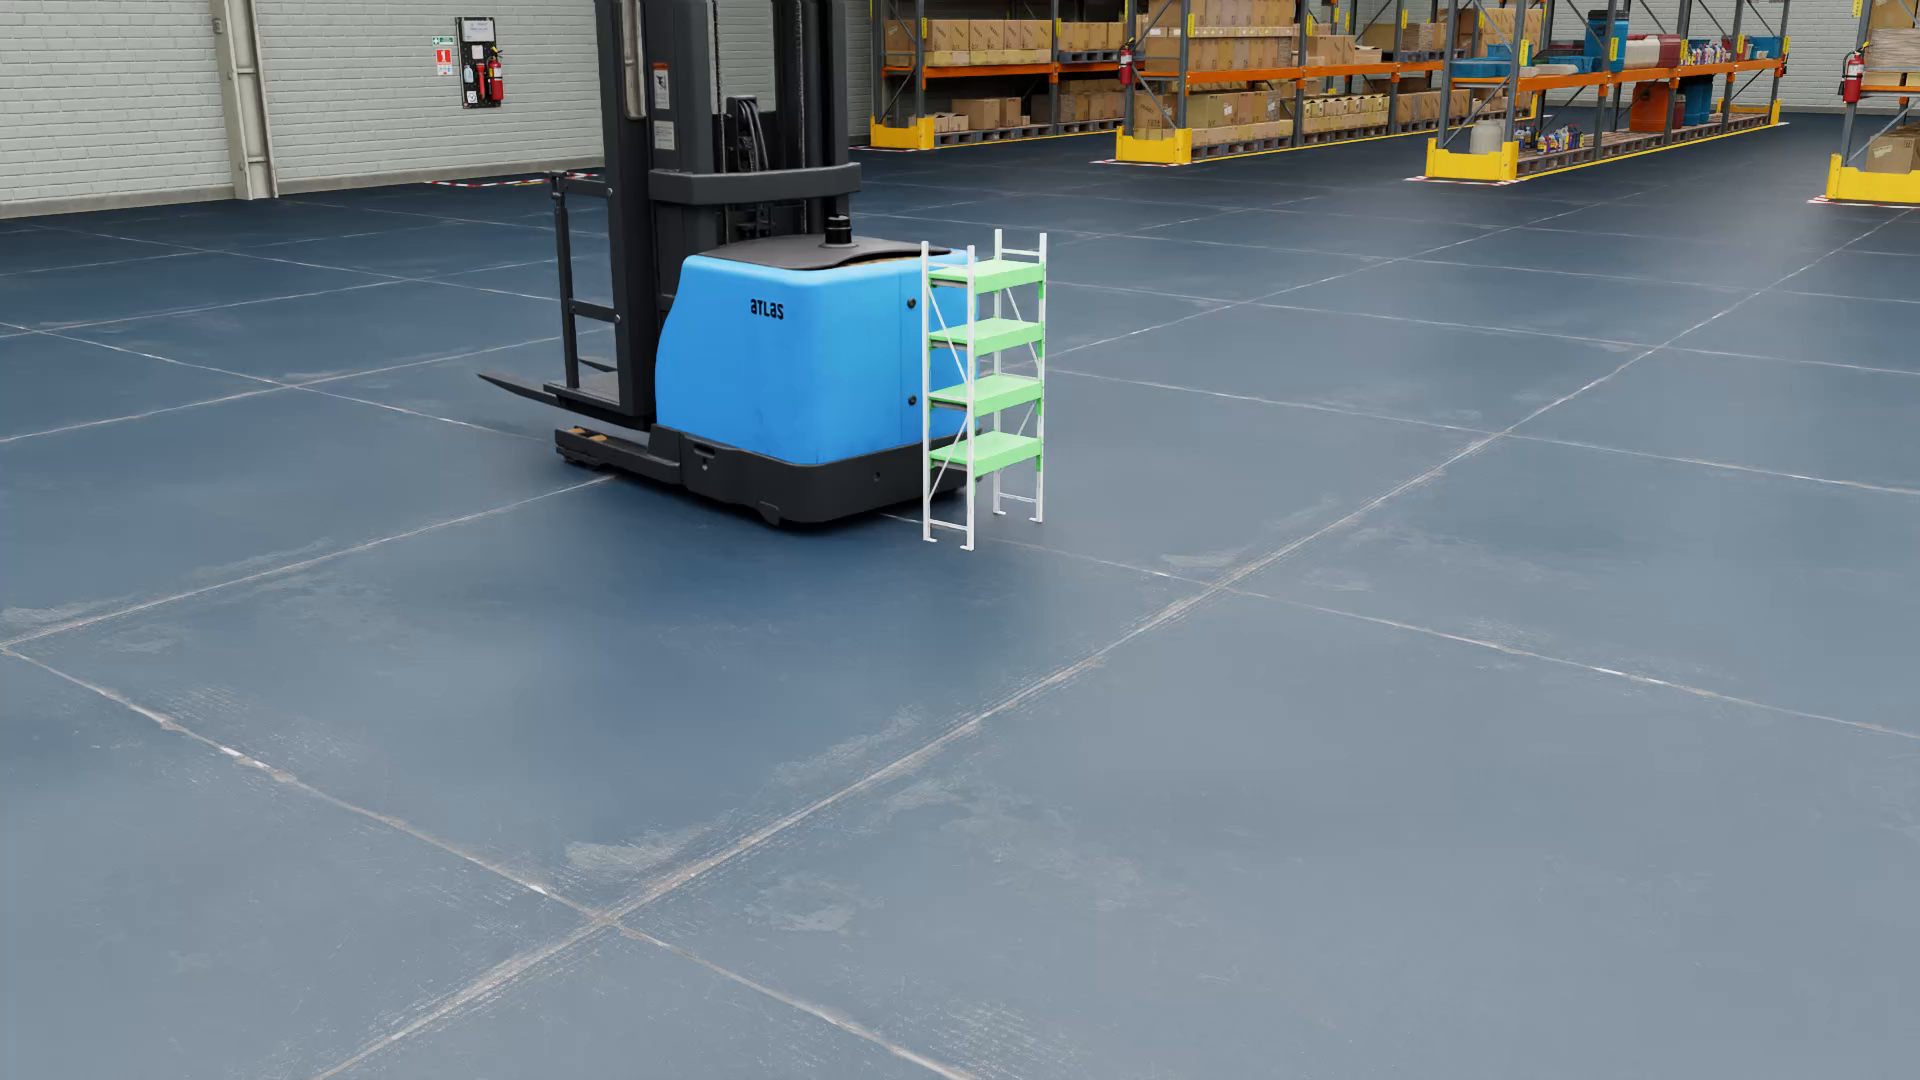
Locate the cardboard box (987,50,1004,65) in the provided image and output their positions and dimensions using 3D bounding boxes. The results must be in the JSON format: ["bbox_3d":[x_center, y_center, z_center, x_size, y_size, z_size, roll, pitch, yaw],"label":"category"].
[{"bbox_3d":[0.427,-8.450,29.116,0.500,0.250,0.500,13,21,35],"label":"cardboard box"}]

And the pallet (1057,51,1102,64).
[{"bbox_3d":[1.928,-9.103,31.323,1.003,0.211,1.213,12,21,35],"label":"pallet"}]

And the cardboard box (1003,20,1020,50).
[{"bbox_3d":[0.721,-8.929,29.394,0.500,0.500,0.500,12,21,33],"label":"cardboard box"}]

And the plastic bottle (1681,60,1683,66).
[{"bbox_3d":[12.362,-8.237,28.547,0.097,0.201,0.097,0,17,0],"label":"plastic bottle"}]

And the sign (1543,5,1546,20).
[{"bbox_3d":[12.920,-11.623,36.629,0.100,0.325,0.005,12,21,35],"label":"sign"}]

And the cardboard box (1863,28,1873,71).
[{"bbox_3d":[11.458,-5.916,20.067,0.875,0.500,0.500,12,21,35],"label":"cardboard box"}]

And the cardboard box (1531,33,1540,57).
[{"bbox_3d":[12.438,-10.915,36.666,0.500,0.500,0.500,13,22,36],"label":"cardboard box"}]

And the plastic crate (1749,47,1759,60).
[{"bbox_3d":[15.444,-9.560,32.652,0.416,0.233,0.300,12,21,35],"label":"plastic crate"}]

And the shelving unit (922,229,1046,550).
[{"bbox_3d":[0.099,-0.612,6.693,0.258,1.200,0.503,12,21,35],"label":"shelving unit"}]

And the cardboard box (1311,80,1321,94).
[{"bbox_3d":[8.169,-10.719,39.710,0.700,0.500,0.500,12,21,35],"label":"cardboard box"}]

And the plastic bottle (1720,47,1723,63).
[{"bbox_3d":[14.002,-8.923,30.617,0.061,0.283,0.133,12,21,35],"label":"plastic bottle"}]

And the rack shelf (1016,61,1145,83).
[{"bbox_3d":[2.547,-9.171,32.432,1.077,0.370,4.000,12,21,35],"label":"rack shelf"}]

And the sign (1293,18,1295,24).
[{"bbox_3d":[8.064,-12.447,40.175,0.100,0.325,0.005,12,21,35],"label":"sign"}]

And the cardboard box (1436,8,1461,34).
[{"bbox_3d":[10.196,-10.761,34.483,0.500,0.500,0.500,13,21,35],"label":"cardboard box"}]

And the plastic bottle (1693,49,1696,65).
[{"bbox_3d":[12.855,-8.468,29.171,0.097,0.271,0.097,0,17,0],"label":"plastic bottle"}]

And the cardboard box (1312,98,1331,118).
[{"bbox_3d":[6.085,-7.492,28.794,0.500,0.311,0.500,12,21,34],"label":"cardboard box"}]

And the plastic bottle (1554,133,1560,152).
[{"bbox_3d":[8.644,-5.773,24.134,0.097,0.271,0.097,0,17,0],"label":"plastic bottle"}]

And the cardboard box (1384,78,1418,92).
[{"bbox_3d":[8.725,-9.014,32.921,0.500,0.250,0.500,12,21,34],"label":"cardboard box"}]

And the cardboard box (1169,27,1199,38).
[{"bbox_3d":[3.360,-7.624,24.975,0.380,0.149,0.250,12,21,34],"label":"cardboard box"}]

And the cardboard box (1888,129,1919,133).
[{"bbox_3d":[12.009,-4.907,20.993,0.500,0.500,0.500,15,23,40],"label":"cardboard box"}]

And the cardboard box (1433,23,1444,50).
[{"bbox_3d":[9.100,-9.886,32.644,0.700,0.500,0.500,7,19,21],"label":"cardboard box"}]

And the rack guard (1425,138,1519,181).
[{"bbox_3d":[6.936,-5.168,22.542,1.175,0.500,0.348,12,21,35],"label":"rack guard"}]

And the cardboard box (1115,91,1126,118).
[{"bbox_3d":[2.952,-8.725,33.254,0.700,0.500,0.500,12,21,35],"label":"cardboard box"}]

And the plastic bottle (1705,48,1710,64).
[{"bbox_3d":[13.367,-8.689,29.874,0.152,0.276,0.135,12,21,35],"label":"plastic bottle"}]

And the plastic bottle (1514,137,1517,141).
[{"bbox_3d":[8.144,-5.841,24.472,0.097,0.201,0.097,0,17,0],"label":"plastic bottle"}]

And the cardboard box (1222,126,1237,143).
[{"bbox_3d":[4.044,-6.426,26.306,0.500,0.250,0.500,12,21,35],"label":"cardboard box"}]

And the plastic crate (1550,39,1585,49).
[{"bbox_3d":[9.355,-7.488,25.690,0.402,0.464,0.583,12,21,35],"label":"plastic crate"}]

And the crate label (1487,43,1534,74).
[{"bbox_3d":[7.808,-6.838,23.646,0.502,0.435,0.616,12,21,35],"label":"crate label"}]

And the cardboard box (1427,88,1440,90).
[{"bbox_3d":[9.619,-9.014,34.184,0.500,0.500,0.500,11,21,32],"label":"cardboard box"}]

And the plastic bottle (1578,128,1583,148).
[{"bbox_3d":[9.290,-6.028,24.935,0.061,0.283,0.133,14,22,37],"label":"plastic bottle"}]

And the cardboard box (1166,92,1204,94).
[{"bbox_3d":[3.618,-6.878,26.498,0.500,0.500,0.500,12,21,35],"label":"cardboard box"}]

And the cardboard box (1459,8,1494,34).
[{"bbox_3d":[10.610,-10.657,34.149,0.500,0.500,0.500,13,22,36],"label":"cardboard box"}]

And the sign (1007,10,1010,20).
[{"bbox_3d":[0.908,-9.689,30.933,0.100,0.325,0.005,12,21,35],"label":"sign"}]

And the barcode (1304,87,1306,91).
[{"bbox_3d":[5.823,-7.626,28.097,0.001,0.075,0.075,12,21,35],"label":"barcode"}]

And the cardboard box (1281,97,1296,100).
[{"bbox_3d":[5.652,-7.591,29.114,0.500,0.311,0.500,13,22,36],"label":"cardboard box"}]

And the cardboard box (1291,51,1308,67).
[{"bbox_3d":[5.595,-8.217,28.400,0.500,0.250,0.500,14,22,38],"label":"cardboard box"}]

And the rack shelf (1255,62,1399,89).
[{"bbox_3d":[6.528,-8.297,29.616,1.077,0.370,4.000,12,21,35],"label":"rack shelf"}]

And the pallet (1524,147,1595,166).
[{"bbox_3d":[8.878,-5.803,25.076,1.003,0.211,1.213,12,21,35],"label":"pallet"}]

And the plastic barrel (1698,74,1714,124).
[{"bbox_3d":[13.741,-8.265,31.131,0.600,0.901,0.708,12,21,35],"label":"plastic barrel"}]

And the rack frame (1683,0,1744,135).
[{"bbox_3d":[14.079,-9.193,31.290,1.000,3.000,0.127,12,21,35],"label":"rack frame"}]

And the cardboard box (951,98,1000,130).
[{"bbox_3d":[0.274,-7.553,29.480,0.700,0.500,0.500,11,20,31],"label":"cardboard box"}]

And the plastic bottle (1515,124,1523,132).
[{"bbox_3d":[8.385,-6.069,24.954,0.144,0.351,0.185,11,21,32],"label":"plastic bottle"}]

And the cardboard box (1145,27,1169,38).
[{"bbox_3d":[3.028,-7.693,25.198,0.380,0.149,0.250,12,21,34],"label":"cardboard box"}]

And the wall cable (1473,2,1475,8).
[{"bbox_3d":[12.163,-14.563,43.700,3.097,2.526,0.112,12,21,35],"label":"wall cable"}]

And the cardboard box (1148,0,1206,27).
[{"bbox_3d":[3.273,-8.000,25.092,0.700,0.500,0.500,13,21,35],"label":"cardboard box"}]

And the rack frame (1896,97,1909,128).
[{"bbox_3d":[13.290,-6.413,22.335,1.000,3.000,0.127,12,21,35],"label":"rack frame"}]

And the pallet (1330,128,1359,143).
[{"bbox_3d":[6.470,-7.306,29.916,1.003,0.211,1.213,12,21,35],"label":"pallet"}]

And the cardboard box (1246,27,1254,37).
[{"bbox_3d":[4.433,-8.053,26.355,0.380,0.149,0.250,13,22,36],"label":"cardboard box"}]

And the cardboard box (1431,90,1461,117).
[{"bbox_3d":[9.738,-8.801,33.501,0.500,0.500,0.500,13,21,35],"label":"cardboard box"}]

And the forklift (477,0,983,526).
[{"bbox_3d":[-1.282,-1.818,7.655,1.130,2.935,3.031,-16,23,-41],"label":"forklift"}]

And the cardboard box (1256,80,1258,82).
[{"bbox_3d":[6.873,-10.610,38.264,0.380,0.149,0.250,12,21,33],"label":"cardboard box"}]

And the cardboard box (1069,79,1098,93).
[{"bbox_3d":[2.348,-8.821,32.300,0.500,0.250,0.500,12,21,33],"label":"cardboard box"}]

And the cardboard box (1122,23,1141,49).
[{"bbox_3d":[3.156,-9.997,32.969,0.700,0.500,0.500,10,20,30],"label":"cardboard box"}]

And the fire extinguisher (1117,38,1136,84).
[{"bbox_3d":[2.509,-7.228,25.092,0.296,0.674,0.183,12,21,35],"label":"fire extinguisher"}]

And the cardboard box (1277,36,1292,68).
[{"bbox_3d":[5.077,-8.105,27.616,0.700,0.500,0.500,12,21,33],"label":"cardboard box"}]

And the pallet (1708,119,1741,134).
[{"bbox_3d":[14.486,-8.043,32.289,1.003,0.211,1.213,12,21,35],"label":"pallet"}]

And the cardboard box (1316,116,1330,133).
[{"bbox_3d":[6.081,-7.225,28.880,0.500,0.250,0.500,13,22,36],"label":"cardboard box"}]

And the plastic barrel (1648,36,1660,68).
[{"bbox_3d":[11.254,-8.011,27.295,0.421,0.512,0.421,0,17,0],"label":"plastic barrel"}]

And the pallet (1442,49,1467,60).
[{"bbox_3d":[9.539,-9.807,33.589,1.003,0.211,1.213,12,21,35],"label":"pallet"}]

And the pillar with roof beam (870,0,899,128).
[{"bbox_3d":[2.152,-10.510,25.413,9.100,9.000,0.400,12,21,35],"label":"pillar with roof beam"}]
